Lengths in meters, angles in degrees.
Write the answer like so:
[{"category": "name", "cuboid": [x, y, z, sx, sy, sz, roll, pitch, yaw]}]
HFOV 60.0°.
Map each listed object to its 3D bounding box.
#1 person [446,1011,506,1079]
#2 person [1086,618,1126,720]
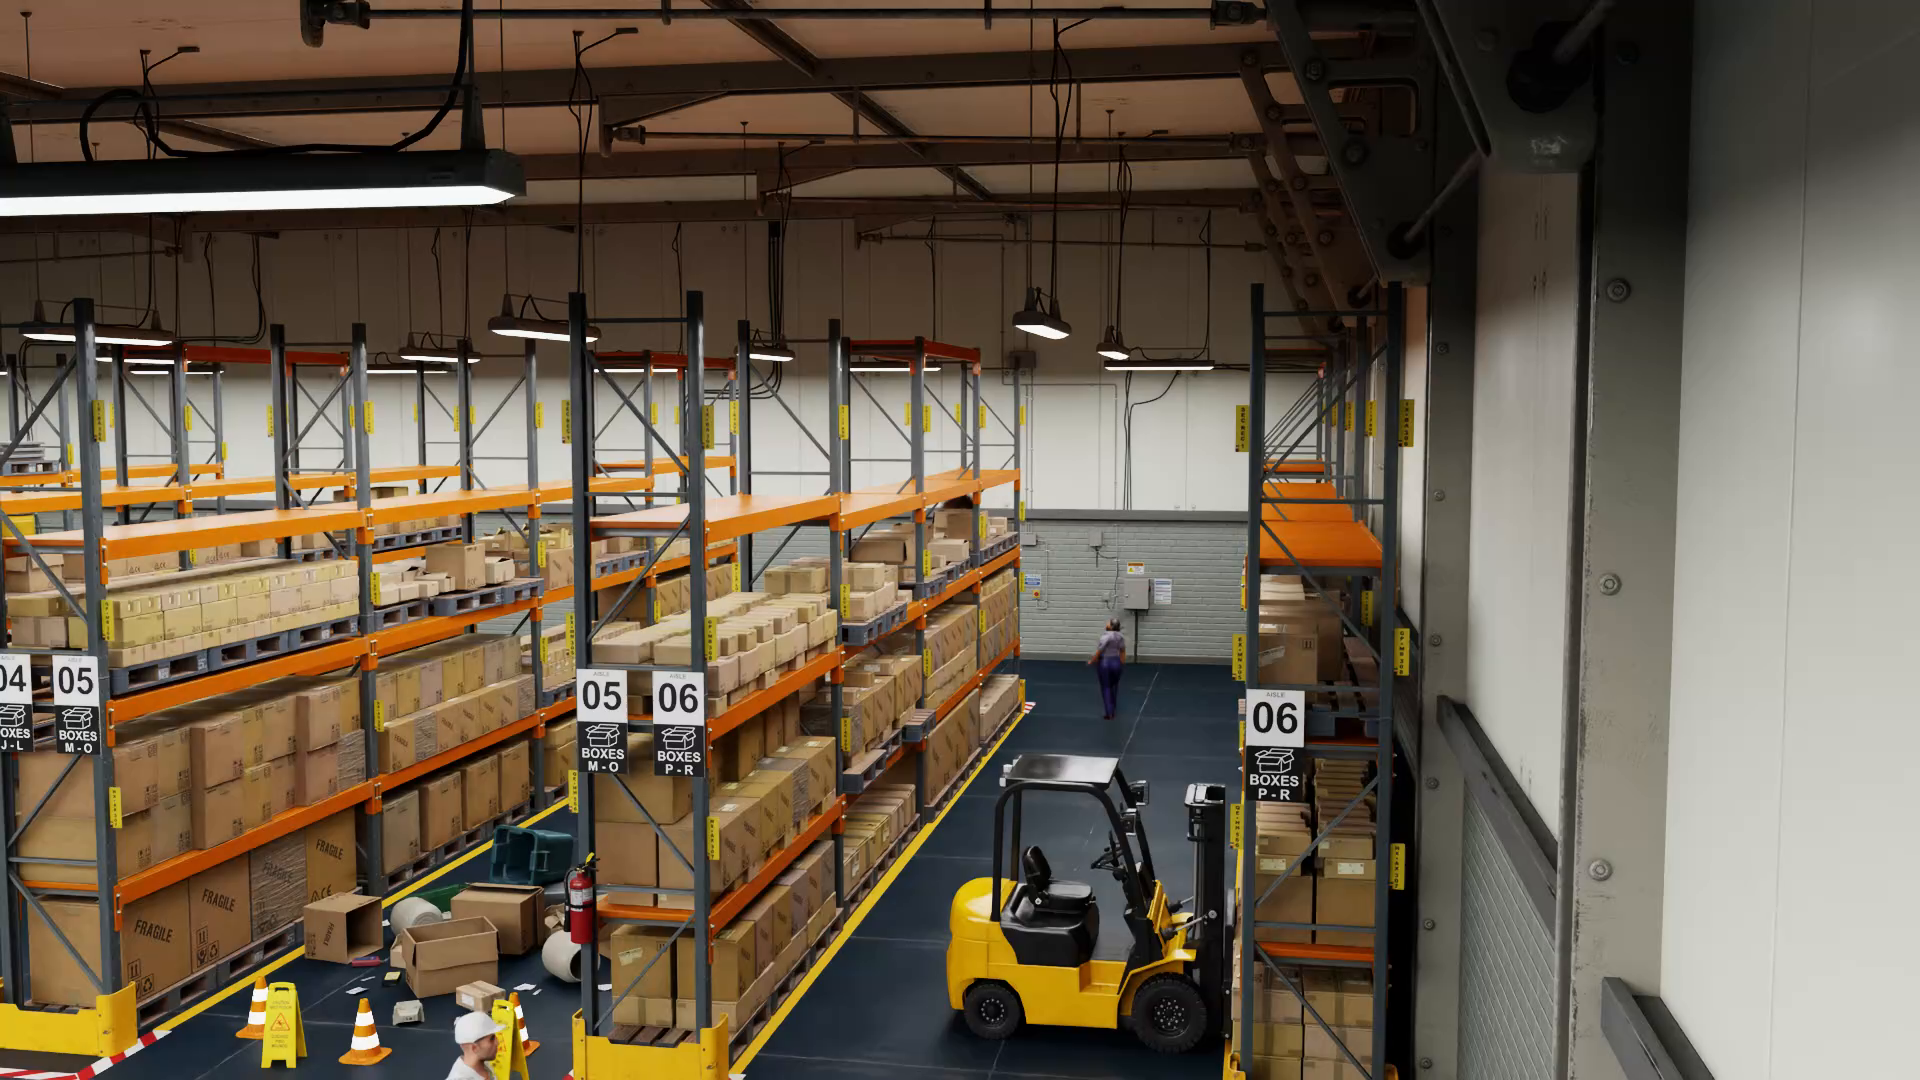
[{"category": "person", "cuboid": [-2.692, 3.538, 9.291, 0.376, 1.813, 0.621, 0, 5, 1]}, {"category": "person", "cuboid": [2.340, 2.051, 26.463, 0.608, 1.642, 0.768, -1, 5, -11]}]
